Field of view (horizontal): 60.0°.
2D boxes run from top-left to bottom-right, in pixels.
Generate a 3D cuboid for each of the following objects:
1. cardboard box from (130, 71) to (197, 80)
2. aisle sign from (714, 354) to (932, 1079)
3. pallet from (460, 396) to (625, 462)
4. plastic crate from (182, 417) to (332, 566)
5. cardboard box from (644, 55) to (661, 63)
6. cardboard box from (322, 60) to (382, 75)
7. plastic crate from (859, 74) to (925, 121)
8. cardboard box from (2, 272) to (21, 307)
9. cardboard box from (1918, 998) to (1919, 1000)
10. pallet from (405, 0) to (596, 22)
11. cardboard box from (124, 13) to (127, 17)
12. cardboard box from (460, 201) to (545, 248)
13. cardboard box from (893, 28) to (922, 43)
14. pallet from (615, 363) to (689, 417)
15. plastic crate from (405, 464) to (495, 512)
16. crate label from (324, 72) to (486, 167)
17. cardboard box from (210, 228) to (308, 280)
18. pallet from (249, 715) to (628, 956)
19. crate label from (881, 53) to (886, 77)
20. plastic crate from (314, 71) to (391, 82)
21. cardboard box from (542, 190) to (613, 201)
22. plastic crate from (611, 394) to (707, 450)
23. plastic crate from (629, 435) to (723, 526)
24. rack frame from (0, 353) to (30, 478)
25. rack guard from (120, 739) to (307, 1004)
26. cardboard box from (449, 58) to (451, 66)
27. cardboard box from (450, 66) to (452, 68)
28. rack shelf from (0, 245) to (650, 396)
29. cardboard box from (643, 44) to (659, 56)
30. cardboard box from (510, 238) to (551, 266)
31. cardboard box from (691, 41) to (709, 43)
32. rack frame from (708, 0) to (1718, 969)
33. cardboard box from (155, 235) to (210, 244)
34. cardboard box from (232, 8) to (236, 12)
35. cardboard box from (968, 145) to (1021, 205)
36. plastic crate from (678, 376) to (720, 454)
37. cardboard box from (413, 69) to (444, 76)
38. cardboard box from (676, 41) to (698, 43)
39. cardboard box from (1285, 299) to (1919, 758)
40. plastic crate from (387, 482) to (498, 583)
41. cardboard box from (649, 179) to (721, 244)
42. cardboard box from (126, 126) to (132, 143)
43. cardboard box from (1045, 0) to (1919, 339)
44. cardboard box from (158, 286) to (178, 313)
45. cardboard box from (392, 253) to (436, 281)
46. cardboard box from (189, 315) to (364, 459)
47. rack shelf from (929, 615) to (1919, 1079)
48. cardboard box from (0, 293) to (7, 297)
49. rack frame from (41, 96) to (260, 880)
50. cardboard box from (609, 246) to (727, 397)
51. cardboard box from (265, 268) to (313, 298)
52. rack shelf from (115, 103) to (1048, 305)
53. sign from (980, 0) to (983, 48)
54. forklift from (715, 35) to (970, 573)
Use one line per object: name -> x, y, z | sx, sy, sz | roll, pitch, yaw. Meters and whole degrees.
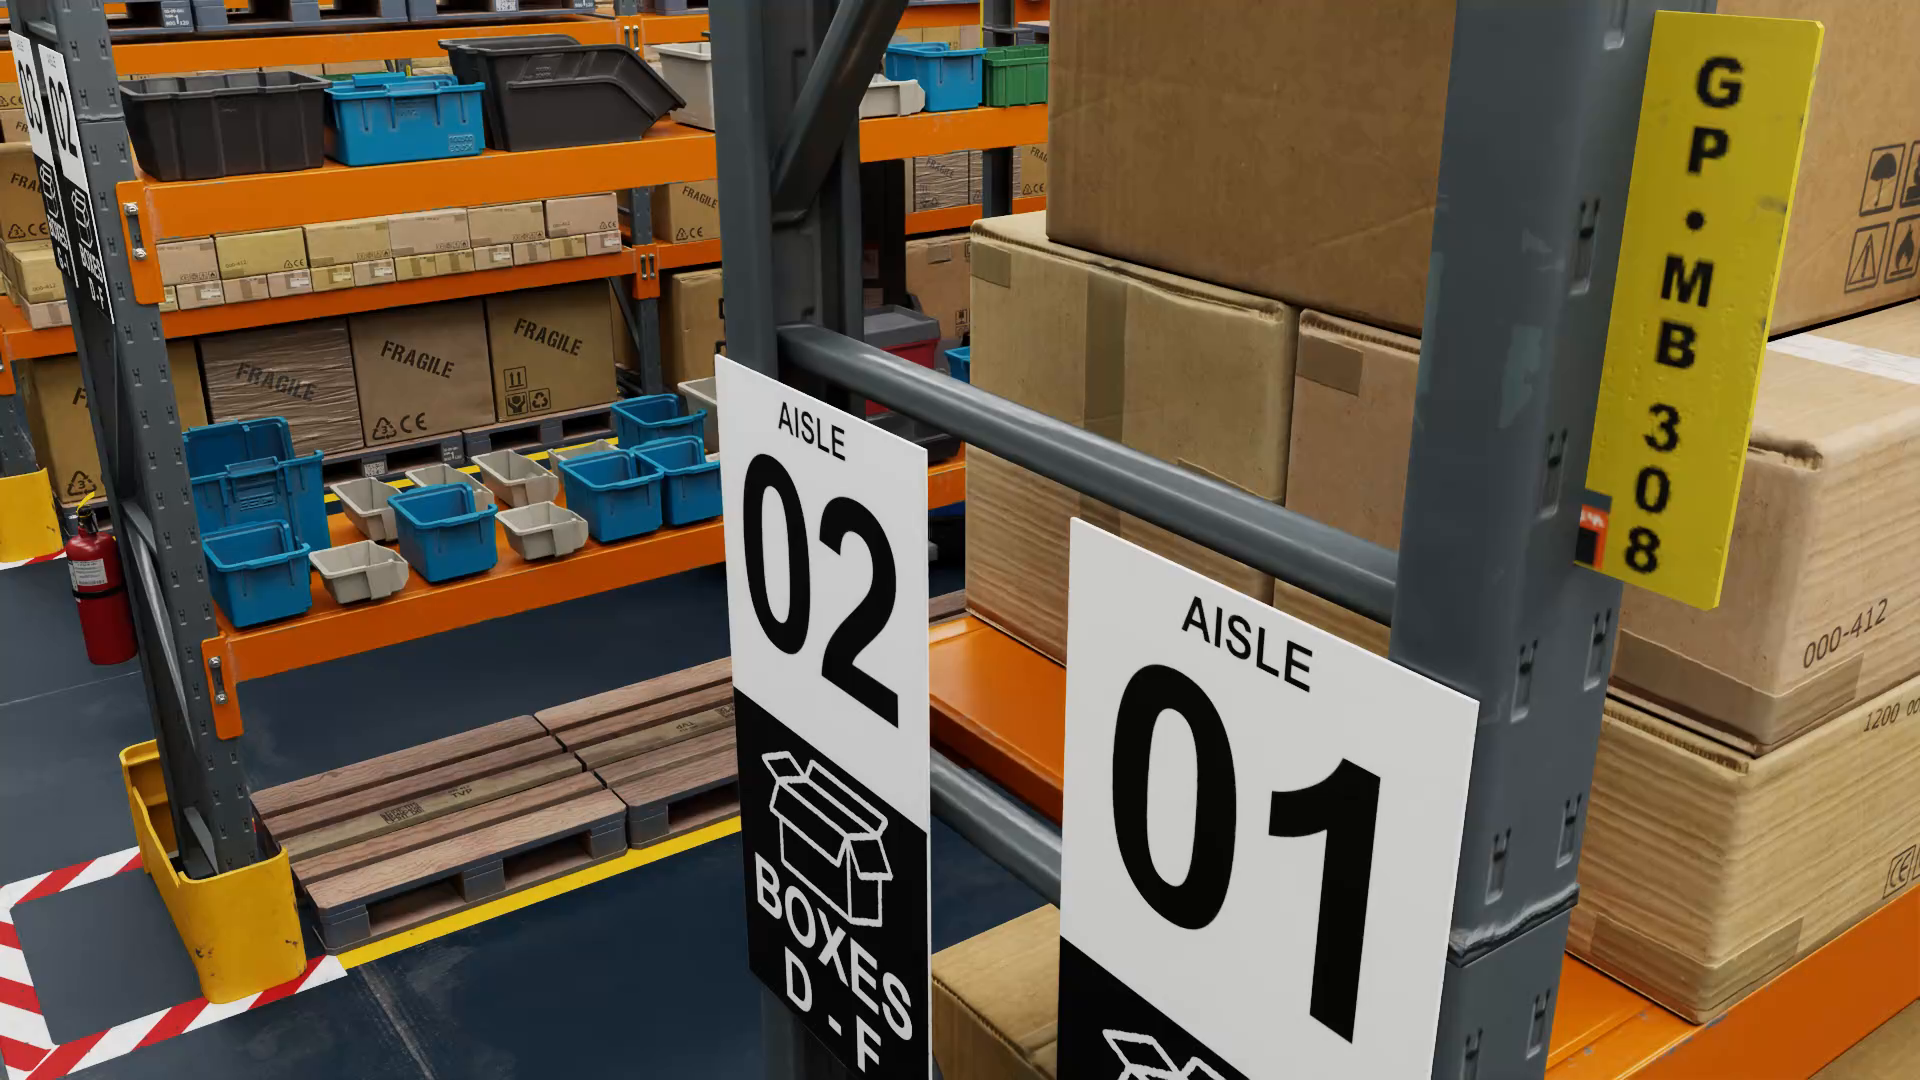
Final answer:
cardboard box -> -6.736, -3.979, 13.934 | 0.500, 0.500, 0.500 | -16, 27, -34
aisle sign -> -0.146, 0.226, 1.774 | 0.004, 0.787, 0.394 | -15, 26, -33
pallet -> -3.110, -0.899, 11.866 | 1.213, 0.211, 1.003 | -15, 26, -33
plastic crate -> -2.639, -0.153, 6.103 | 0.499, 0.435, 0.616 | -15, 26, -33
cardboard box -> -3.137, -4.861, 16.999 | 0.250, 0.149, 0.380 | -16, 27, -35
cardboard box -> -5.485, -4.316, 14.779 | 0.500, 0.500, 0.500 | -16, 27, -35
plastic crate -> -0.364, -1.726, 6.484 | 0.466, 0.136, 0.293 | -15, 26, -33
cardboard box -> -5.597, -1.529, 10.020 | 0.250, 0.149, 0.380 | -14, 26, -32
cardboard box -> 1.432, 0.761, 2.457 | 0.500, 0.500, 0.500 | -15, 26, -32
pallet -> -3.117, -3.514, 10.727 | 1.213, 0.211, 1.003 | -15, 26, -33
cardboard box -> -8.873, -5.535, 18.237 | 0.500, 0.500, 0.500 | -15, 26, -34
cardboard box -> -3.071, -2.117, 10.955 | 0.500, 0.250, 0.500 | -14, 26, -31
cardboard box -> -0.819, -5.542, 18.254 | 0.500, 0.500, 0.700 | -15, 26, -34
pallet -> -1.865, -1.230, 12.694 | 1.213, 0.211, 1.003 | -15, 26, -33
plastic crate -> -2.001, -0.174, 6.561 | 0.243, 0.136, 0.396 | -15, 26, -33
crate label -> -1.864, -1.406, 5.527 | 0.502, 0.251, 0.408 | -15, 26, -33
cardboard box -> -4.319, -1.783, 10.119 | 0.500, 0.250, 0.500 | -16, 27, -35
pallet -> -2.109, 1.149, 6.733 | 1.213, 0.211, 1.003 | -15, 26, -33
crate label -> -0.120, -2.097, 7.413 | 0.466, 0.136, 0.293 | -15, 26, -33
plastic crate -> -2.167, -1.574, 6.032 | 0.336, 0.188, 0.450 | -15, 26, -33
cardboard box -> -2.664, -2.572, 11.085 | 0.500, 0.500, 0.500 | -14, 26, -31
plastic crate -> -1.284, -0.451, 7.125 | 0.300, 0.233, 0.416 | -15, 26, -33
plastic crate -> -1.096, -0.234, 6.581 | 0.300, 0.233, 0.416 | -15, 26, -33
rack frame -> -5.694, -1.470, 9.532 | 0.127, 3.000, 1.000 | -15, 26, -33
rack guard -> -2.813, 1.190, 6.239 | 0.348, 0.500, 1.175 | -15, 26, -33
cardboard box -> -6.050, -5.935, 20.250 | 0.500, 0.250, 0.500 | -16, 27, -34
cardboard box -> -6.070, -5.706, 20.351 | 0.500, 0.250, 0.500 | -15, 26, -33
rack shelf -> -4.070, -1.569, 10.751 | 4.000, 0.370, 1.077 | -15, 26, -33
cardboard box -> -4.117, -6.372, 21.590 | 0.250, 0.149, 0.380 | -17, 27, -36
cardboard box -> -2.920, -1.943, 11.057 | 0.250, 0.149, 0.380 | -15, 26, -34
cardboard box -> -3.525, -6.574, 22.096 | 0.250, 0.149, 0.380 | -14, 26, -31
rack frame -> 0.089, -1.275, 0.950 | 0.127, 3.000, 1.000 | -15, 26, -33
cardboard box -> -4.741, -2.017, 9.694 | 0.500, 0.500, 0.500 | -16, 27, -34
cardboard box -> -10.193, -7.200, 23.192 | 0.500, 0.500, 0.700 | -15, 26, -32
cardboard box -> 0.136, -2.960, 13.133 | 0.500, 0.500, 0.500 | -15, 26, -33
plastic crate -> -0.901, -0.543, 7.289 | 0.530, 0.282, 0.437 | -15, 26, -33
cardboard box -> -5.050, -4.350, 15.720 | 0.250, 0.149, 0.380 | -14, 25, -30
cardboard box -> -3.641, -6.822, 21.843 | 0.500, 0.500, 0.500 | -14, 26, -32
cardboard box -> 0.658, -0.077, 1.523 | 0.500, 0.250, 0.500 | -15, 26, -33
plastic crate -> -1.874, -0.027, 6.061 | 0.300, 0.233, 0.416 | -15, 26, -33
cardboard box -> -1.928, -2.406, 11.745 | 0.500, 0.500, 0.500 | -15, 26, -33
cardboard box -> -7.158, -3.408, 13.854 | 0.500, 0.500, 0.500 | -15, 26, -32
cardboard box -> 0.496, -0.509, 1.593 | 0.500, 0.500, 0.700 | -15, 26, -33
cardboard box -> -4.798, -1.442, 9.802 | 0.250, 0.149, 0.380 | -16, 27, -34
cardboard box -> -3.546, -1.776, 10.639 | 0.250, 0.149, 0.380 | -15, 26, -34
cardboard box -> -4.482, -1.038, 10.750 | 0.875, 0.875, 0.875 | -15, 26, -33
rack shelf -> 1.712, 0.019, 2.724 | 4.000, 0.370, 1.077 | -15, 26, -33
cardboard box -> -7.933, -2.029, 13.813 | 0.250, 0.149, 0.380 | -14, 26, -31
rack frame -> -2.801, 0.020, 5.798 | 0.127, 3.000, 1.000 | -15, 26, -33
cardboard box -> -1.939, -1.688, 12.380 | 0.875, 0.875, 1.225 | -15, 26, -33
cardboard box -> -4.171, -1.610, 10.222 | 0.250, 0.149, 0.380 | -15, 26, -33
rack shelf -> -1.178, -1.472, 6.461 | 4.000, 0.370, 1.077 | -15, 26, -33
sign -> 0.126, -2.409, 7.826 | 0.005, 0.325, 0.100 | -15, 26, -33
forklift -> -1.041, -1.361, 9.351 | 3.031, 2.935, 1.130 | -3, 22, -6
